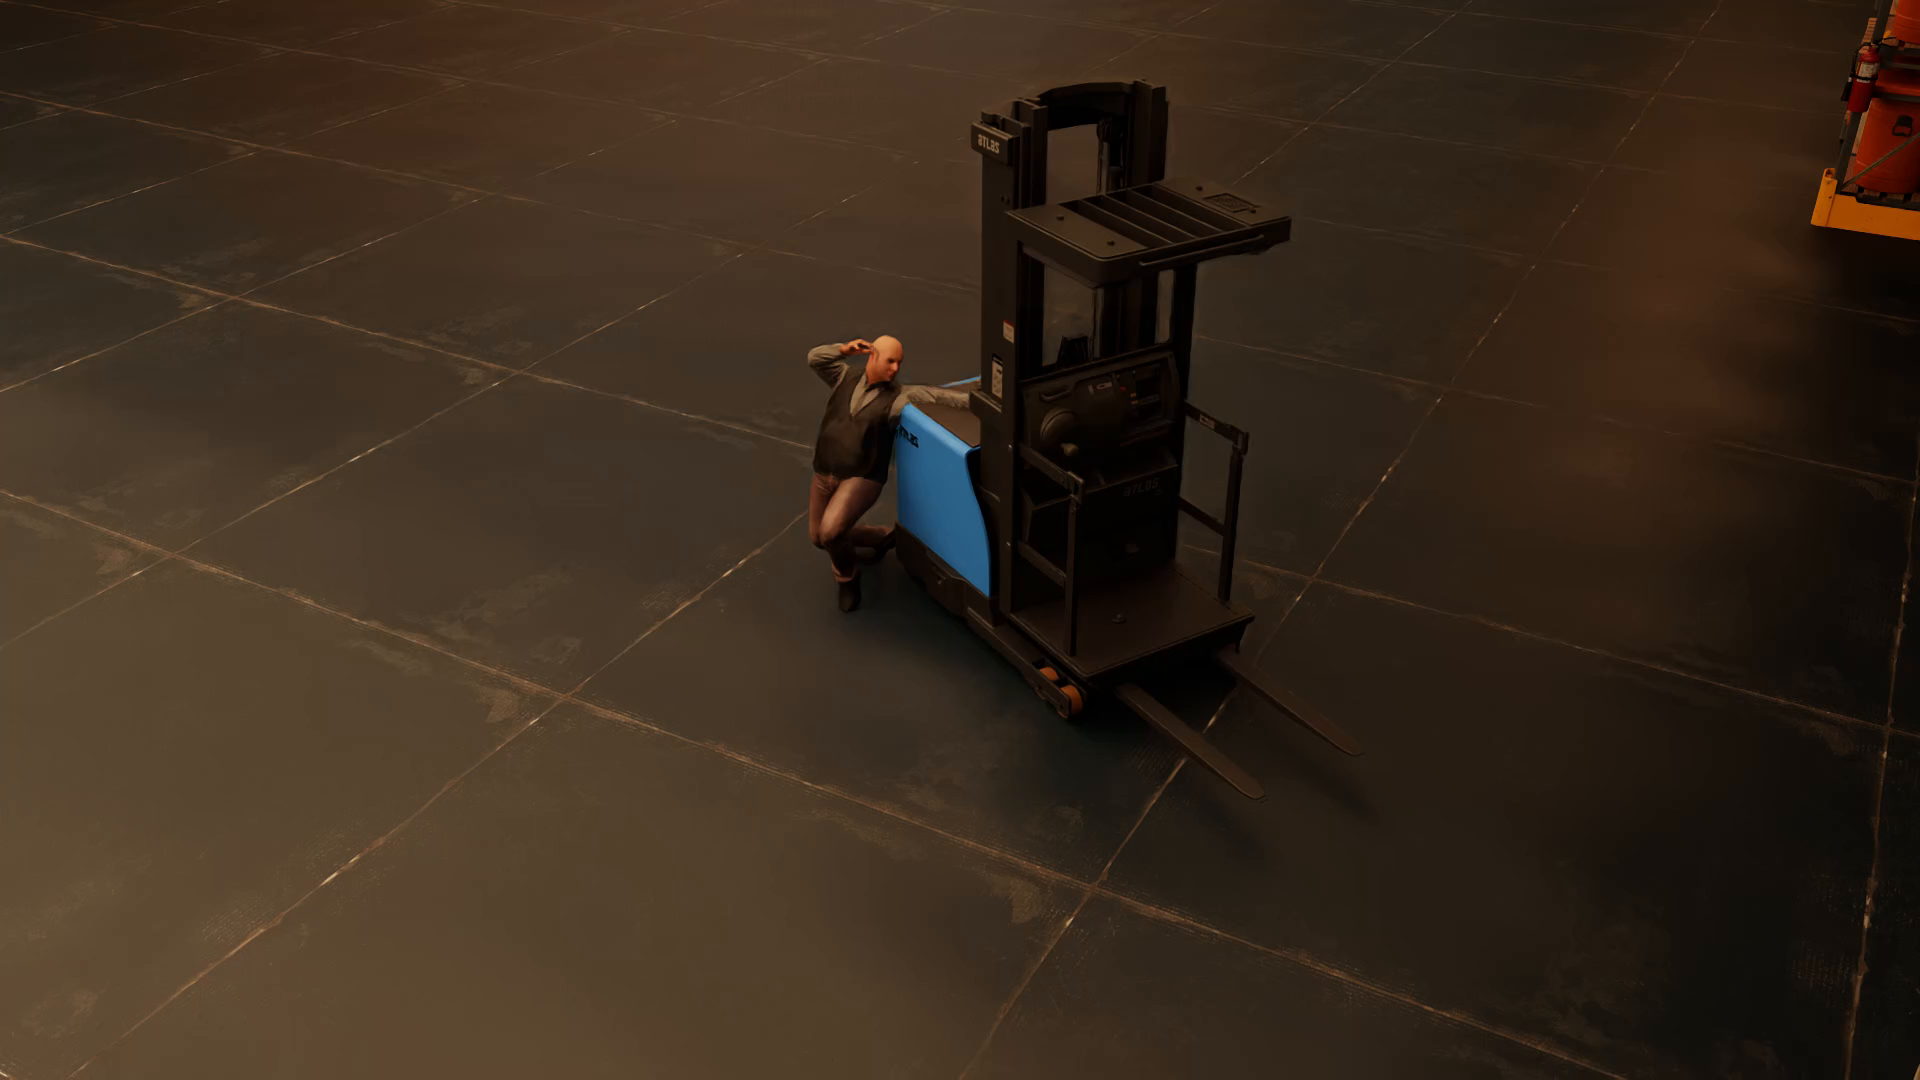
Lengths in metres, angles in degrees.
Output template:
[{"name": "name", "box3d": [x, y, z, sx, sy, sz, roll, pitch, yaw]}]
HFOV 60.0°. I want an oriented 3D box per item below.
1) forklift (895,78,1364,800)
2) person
[{"name": "forklift", "box3d": [0.827, -0.633, 8.167, 1.130, 2.935, 3.031, -17, 34, -27]}, {"name": "person", "box3d": [-0.392, -0.338, 9.102, 1.065, 1.545, 0.873, 19, 35, 29]}]
